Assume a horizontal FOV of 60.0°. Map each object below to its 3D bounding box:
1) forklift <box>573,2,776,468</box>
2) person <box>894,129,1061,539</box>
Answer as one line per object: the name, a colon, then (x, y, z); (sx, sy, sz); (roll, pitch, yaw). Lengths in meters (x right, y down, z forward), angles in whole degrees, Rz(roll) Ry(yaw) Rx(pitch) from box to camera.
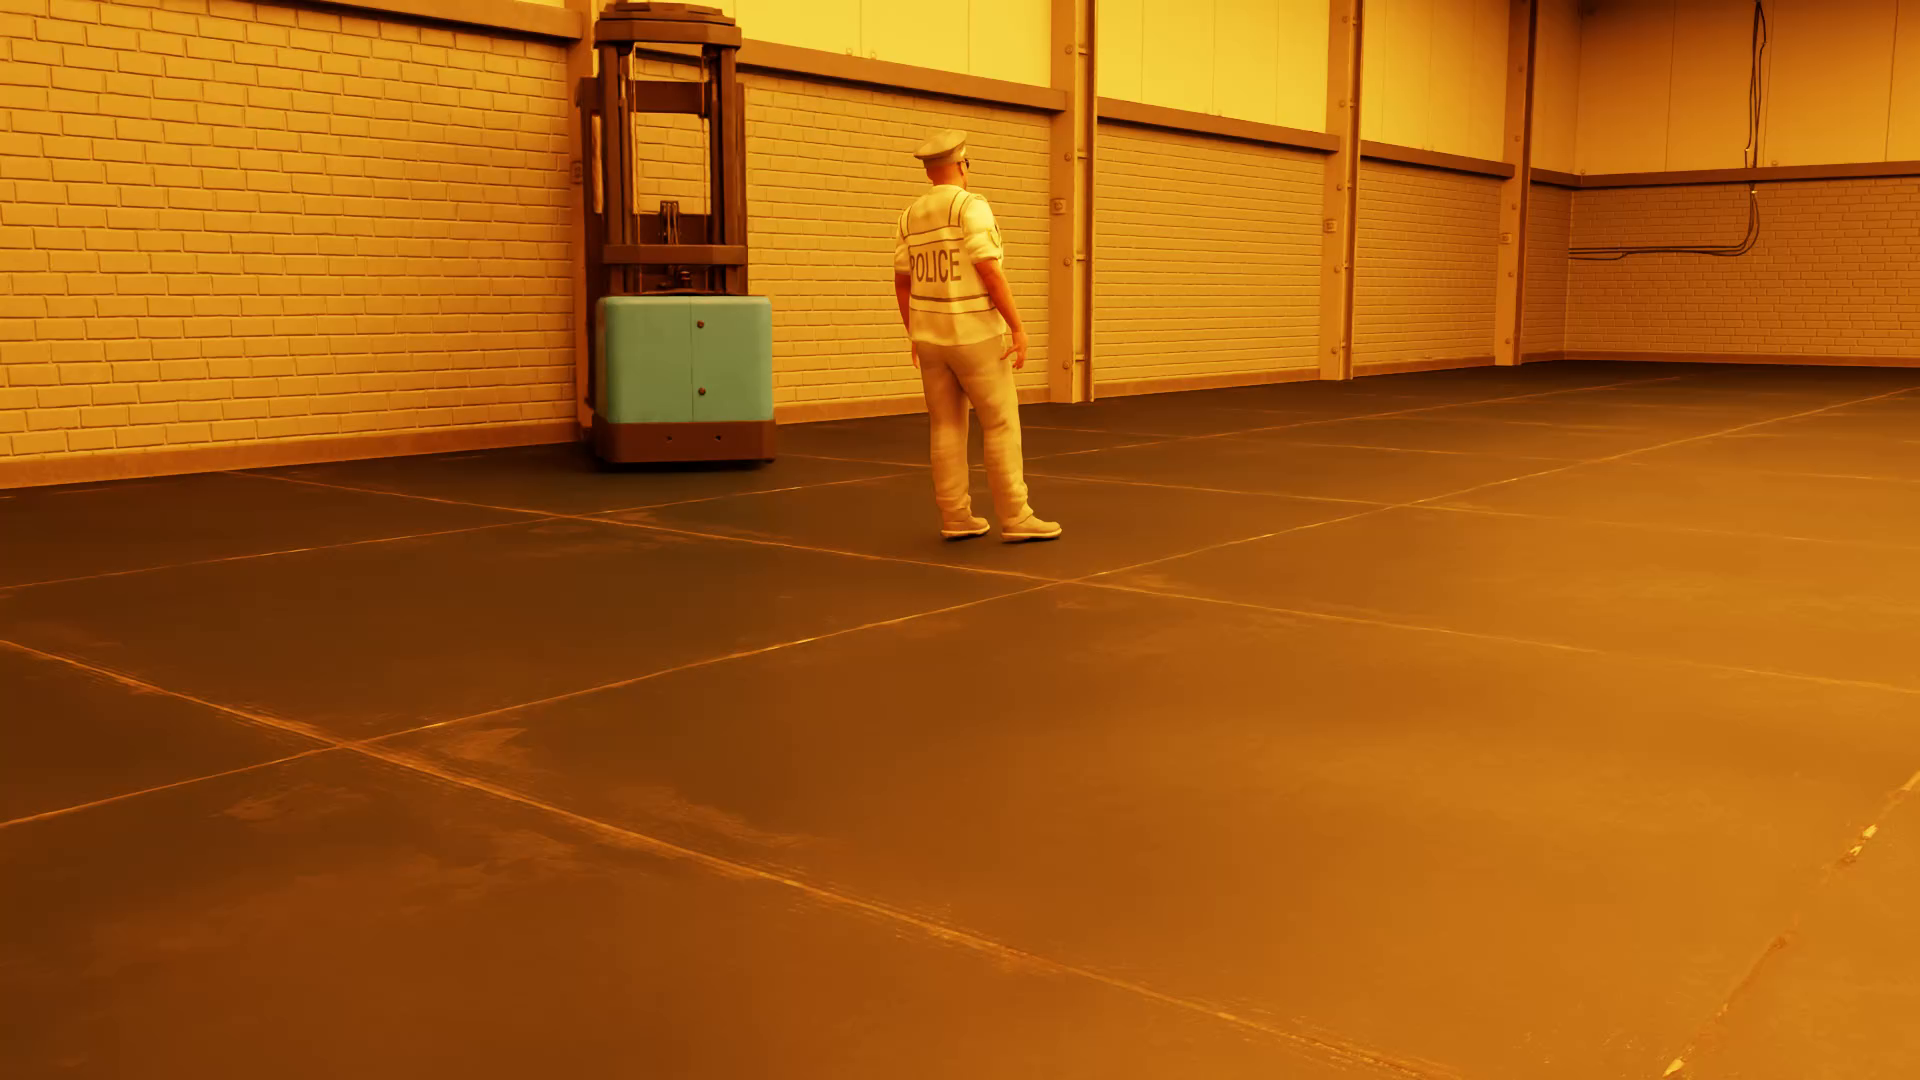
forklift: (-2.052, -2.075, 11.463); (1.130, 2.935, 3.031); (-2, 9, -16)
person: (0.058, -0.896, 7.327); (0.640, 1.781, 0.575); (7, 11, 38)
